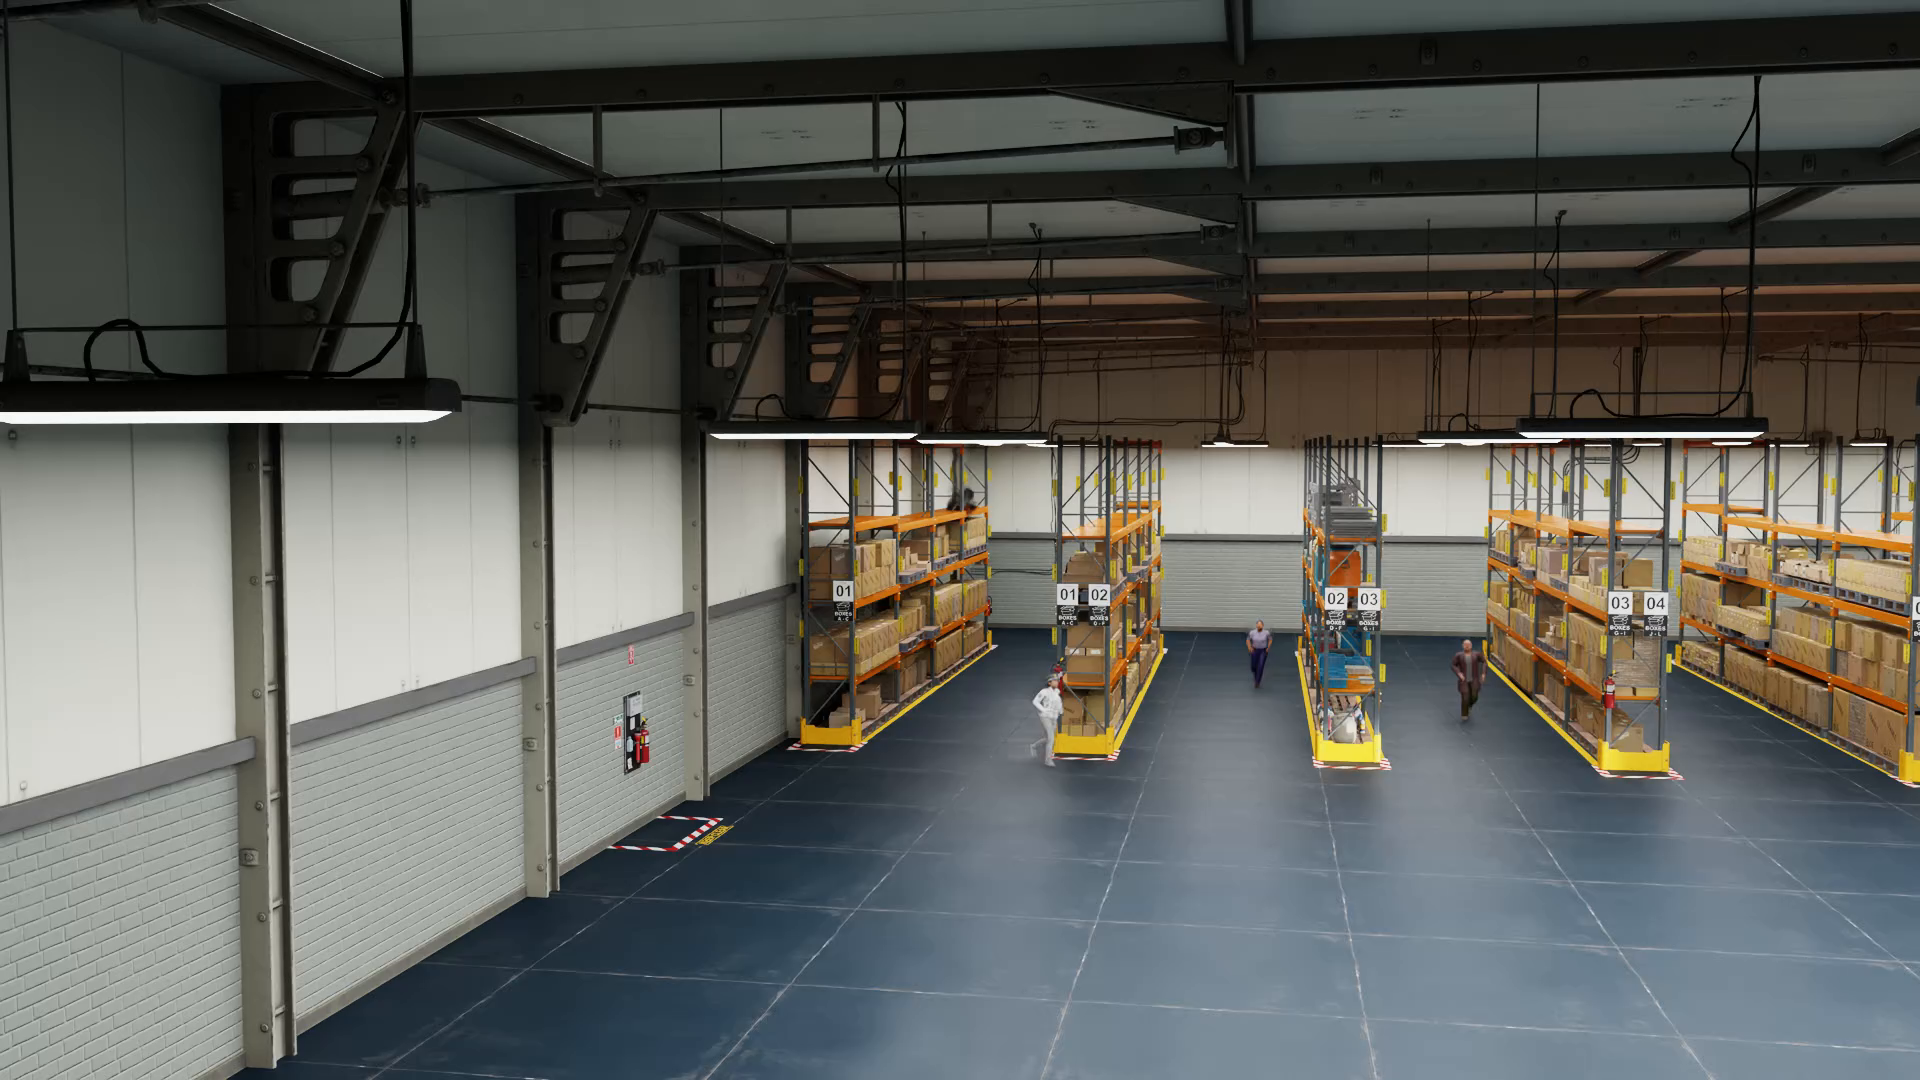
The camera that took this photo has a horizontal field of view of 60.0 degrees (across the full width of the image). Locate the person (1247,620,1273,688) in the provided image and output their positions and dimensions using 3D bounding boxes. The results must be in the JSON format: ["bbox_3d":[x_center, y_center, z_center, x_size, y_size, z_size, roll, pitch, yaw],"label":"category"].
[{"bbox_3d":[7.277,2.751,40.382,0.627,1.620,0.651,1,3,12],"label":"person"}]

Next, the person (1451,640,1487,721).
[{"bbox_3d":[10.697,2.962,34.956,0.747,1.732,0.690,1,3,13],"label":"person"}]

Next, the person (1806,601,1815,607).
[{"bbox_3d":[23.062,2.436,44.924,0.887,1.665,0.529,1,3,10],"label":"person"}]

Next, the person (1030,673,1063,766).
[{"bbox_3d":[1.612,3.268,30.455,0.659,1.675,0.727,-2,4,-39],"label":"person"}]
